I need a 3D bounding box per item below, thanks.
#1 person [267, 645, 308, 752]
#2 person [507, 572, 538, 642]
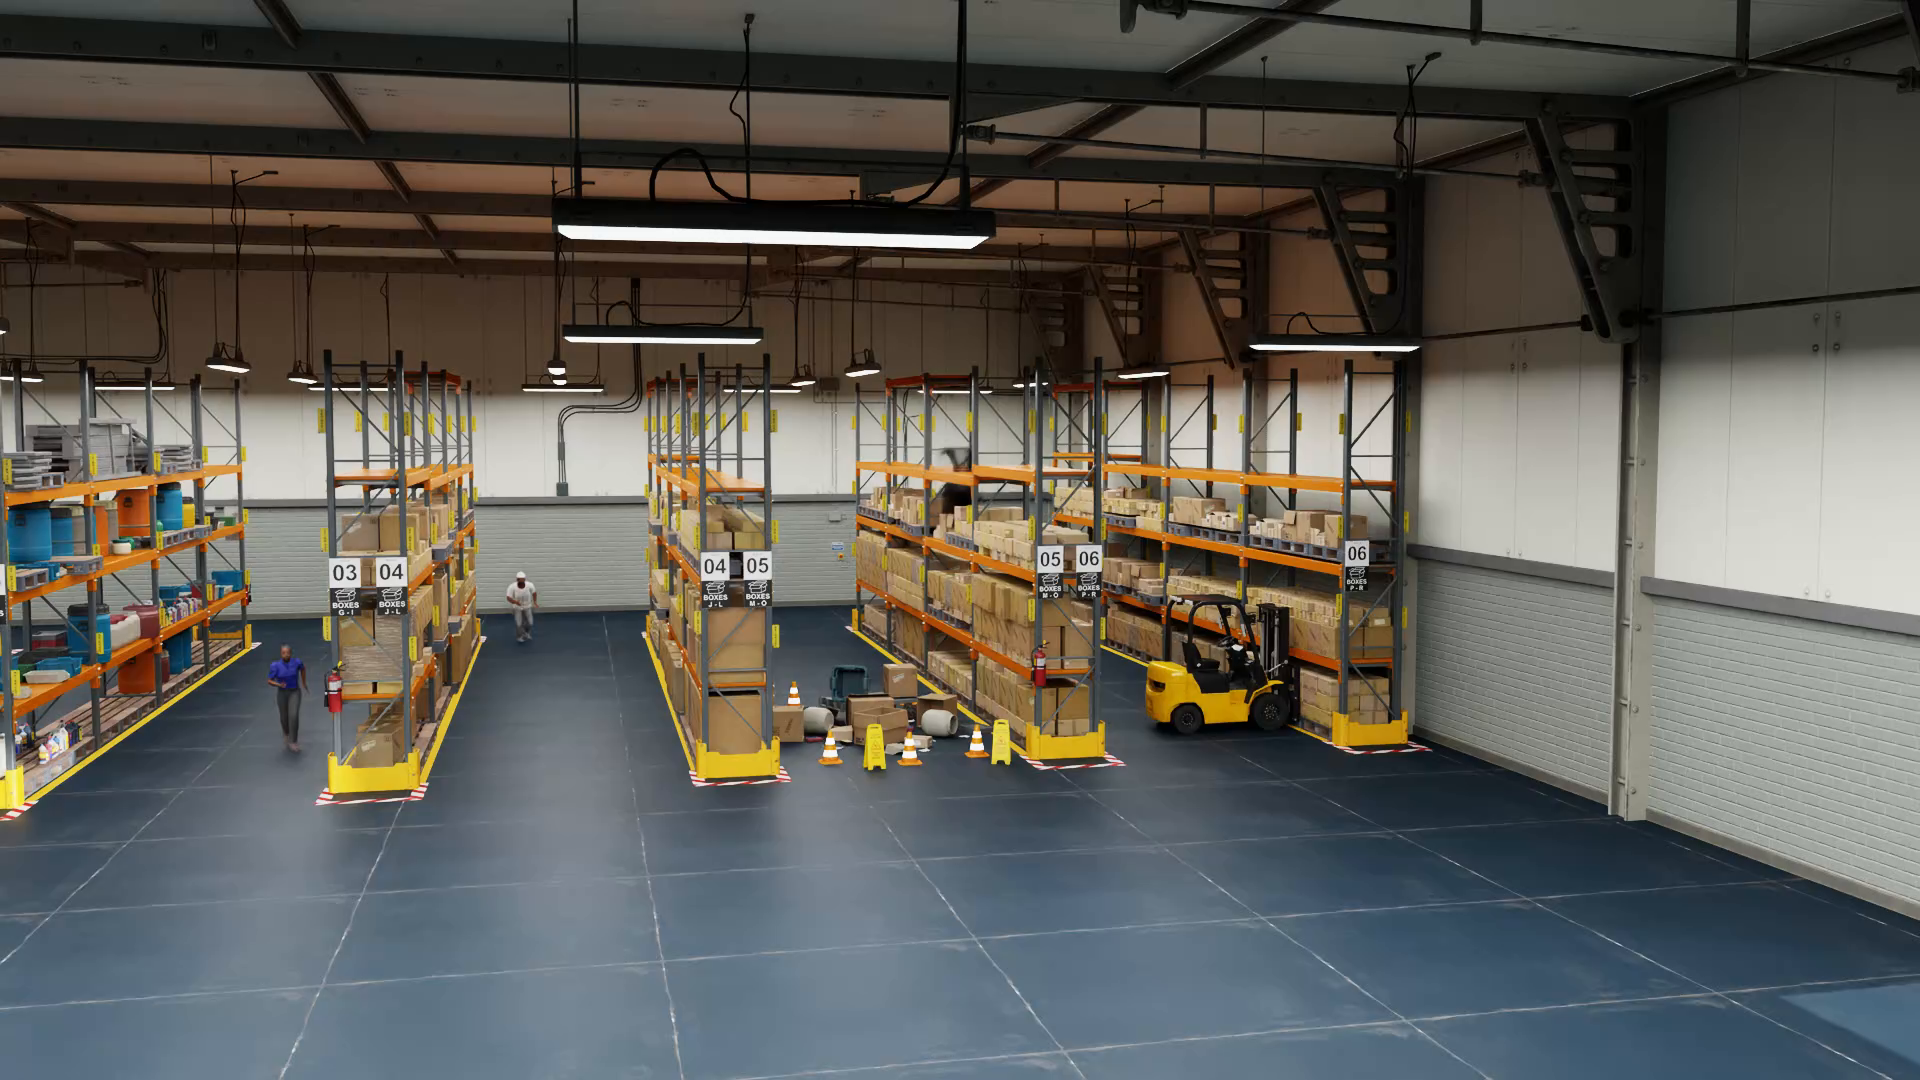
[{"bbox_3d":[-10.380,2.404,25.704,0.572,1.631,0.947,-1,4,-20],"label":"person"},{"bbox_3d":[-9.989,1.543,37.942,0.698,1.651,0.770,-2,4,-24],"label":"person"}]
